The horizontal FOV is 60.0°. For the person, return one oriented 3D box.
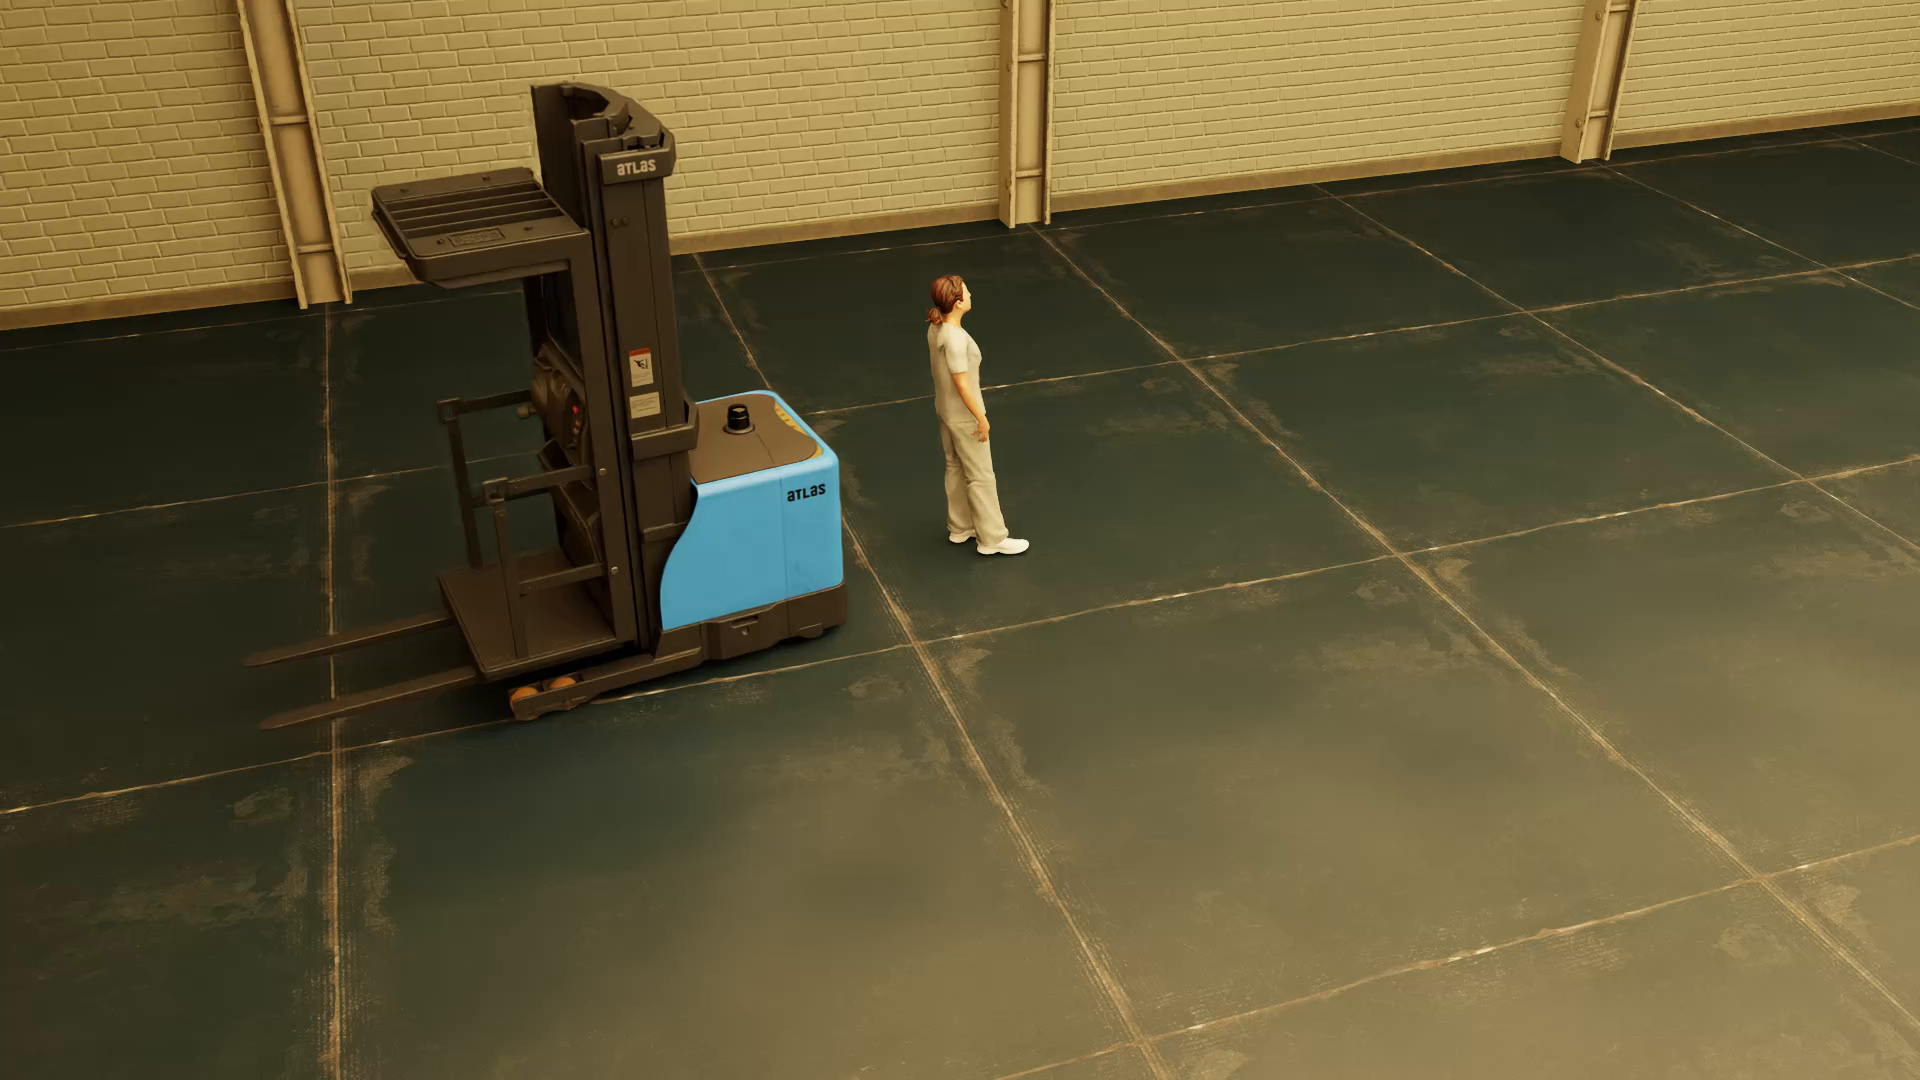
[{"bbox_3d":[0.074,-0.738,9.614,0.549,1.675,0.550,-10,31,-16],"label":"person"}]

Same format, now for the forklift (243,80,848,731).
[{"bbox_3d":[-2.170,-0.655,8.226,3.031,2.935,1.130,-14,33,-23],"label":"forklift"}]
